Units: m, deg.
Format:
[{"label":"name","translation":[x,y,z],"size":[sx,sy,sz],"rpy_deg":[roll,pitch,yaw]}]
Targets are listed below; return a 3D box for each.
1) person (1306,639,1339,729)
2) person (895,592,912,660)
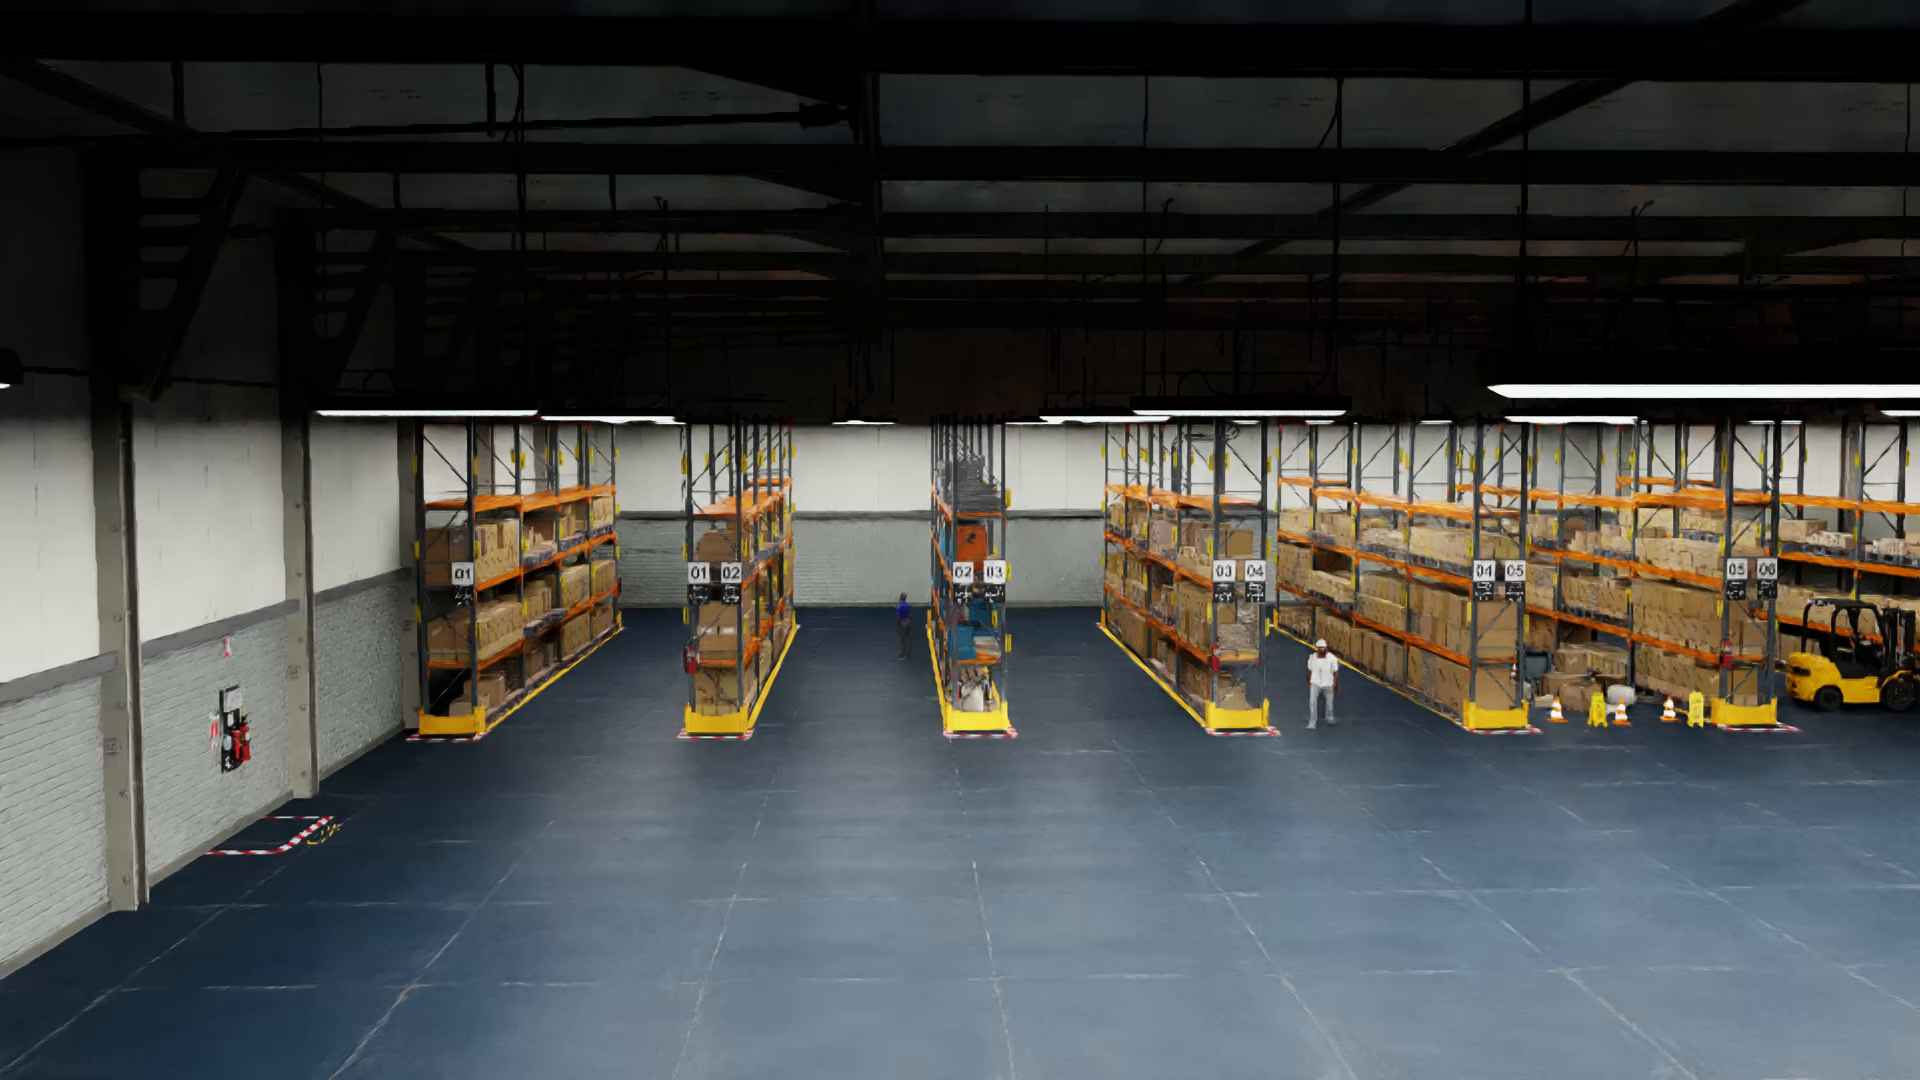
[{"label":"person","translation":[6.890,2.723,31.622],"size":[0.617,1.715,0.972],"rpy_deg":[1,4,19]},{"label":"person","translation":[-1.406,2.101,40.895],"size":[0.551,1.653,0.574],"rpy_deg":[2,4,28]}]
